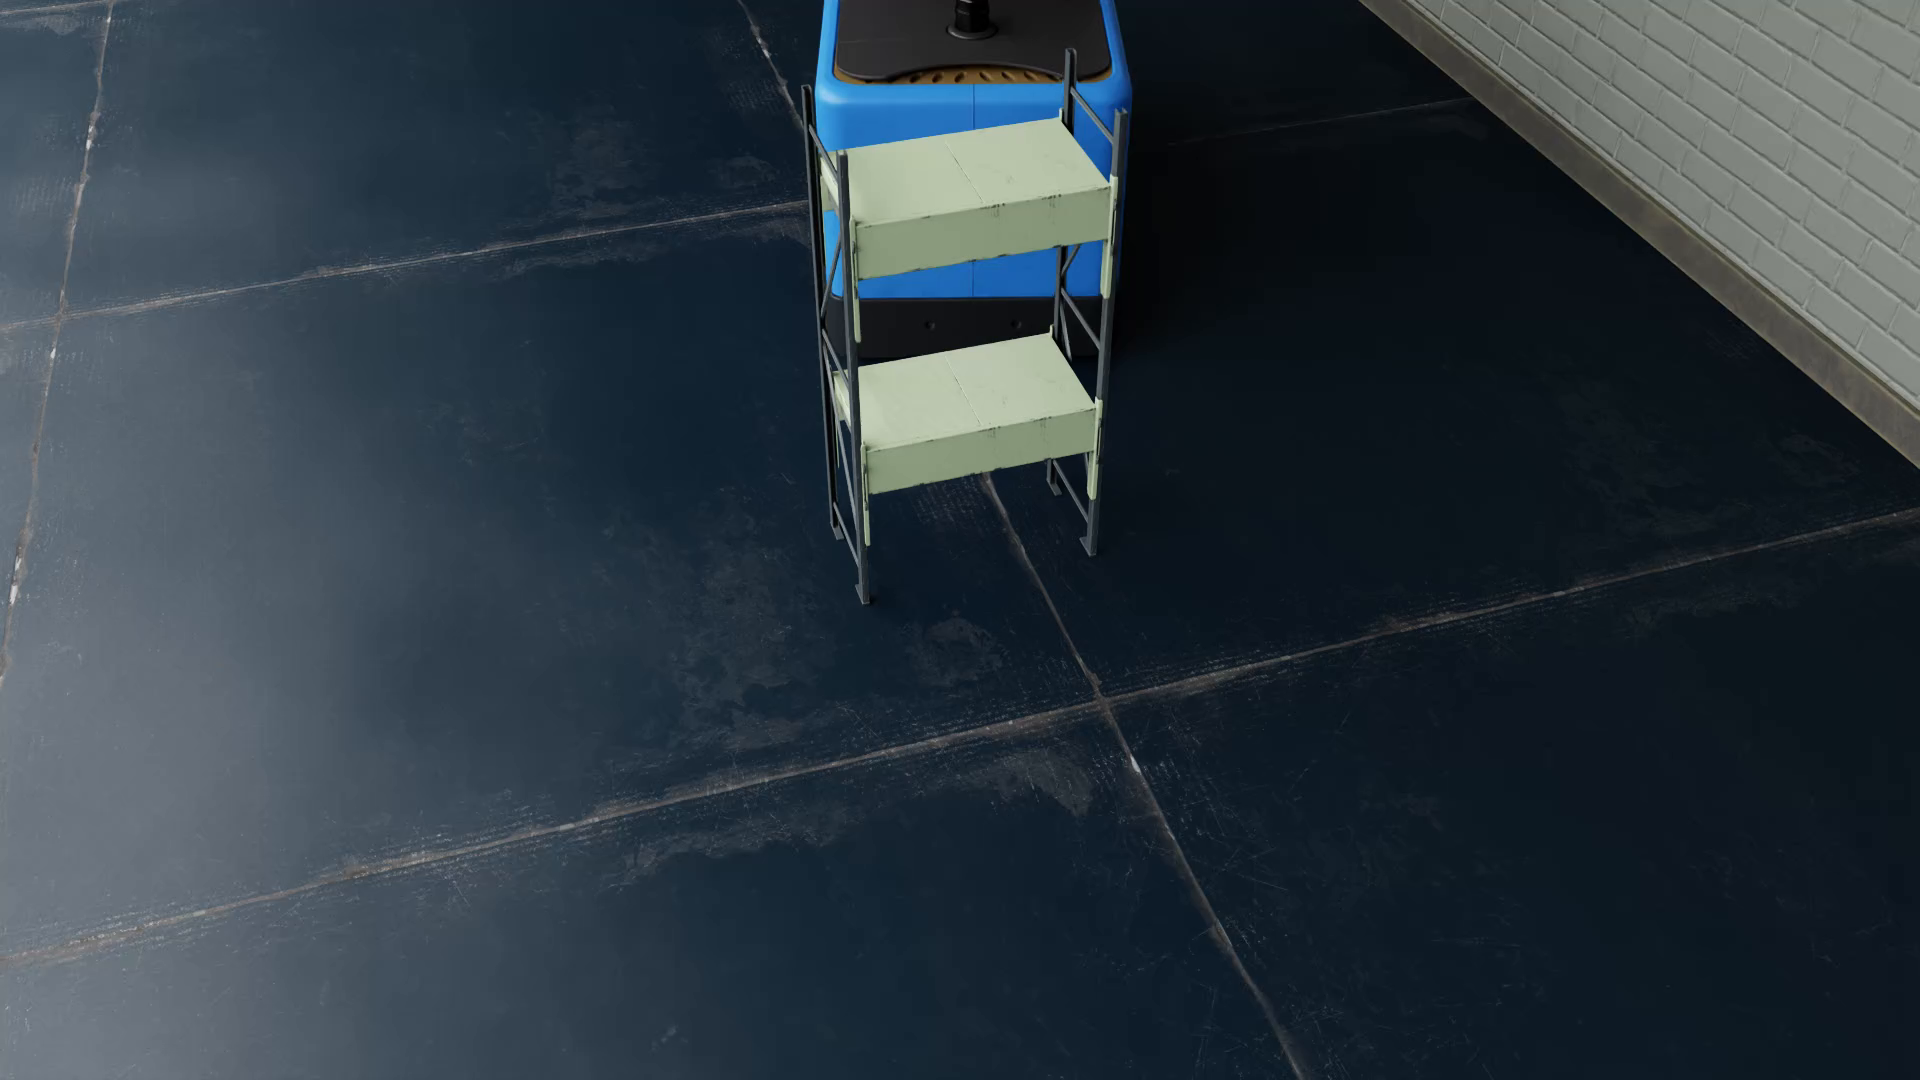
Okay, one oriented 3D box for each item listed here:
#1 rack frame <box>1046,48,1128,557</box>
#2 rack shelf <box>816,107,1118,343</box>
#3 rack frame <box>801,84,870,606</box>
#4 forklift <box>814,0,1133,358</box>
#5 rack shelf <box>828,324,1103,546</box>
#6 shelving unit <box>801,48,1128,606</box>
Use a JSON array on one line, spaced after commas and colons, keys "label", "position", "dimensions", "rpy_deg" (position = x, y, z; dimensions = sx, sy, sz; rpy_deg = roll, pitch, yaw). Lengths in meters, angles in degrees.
[{"label": "rack frame", "position": [0.355, -0.638, 4.841], "dimensions": [0.023, 1.500, 0.400], "rpy_deg": [-12, 42, -13]}, {"label": "rack shelf", "position": [0.006, -0.860, 4.501], "dimensions": [0.720, 0.370, 0.431], "rpy_deg": [-12, 42, -13]}, {"label": "rack frame", "position": [-0.343, -0.494, 4.675], "dimensions": [0.023, 1.500, 0.400], "rpy_deg": [-12, 42, -13]}, {"label": "forklift", "position": [0.021, -2.692, 6.104], "dimensions": [1.130, 2.935, 3.031], "rpy_deg": [-1, 41, -1]}, {"label": "rack shelf", "position": [0.006, -0.321, 4.973], "dimensions": [0.720, 0.370, 0.431], "rpy_deg": [-12, 42, -13]}, {"label": "shelving unit", "position": [0.006, -0.566, 4.758], "dimensions": [0.755, 1.500, 0.431], "rpy_deg": [-12, 42, -13]}]
